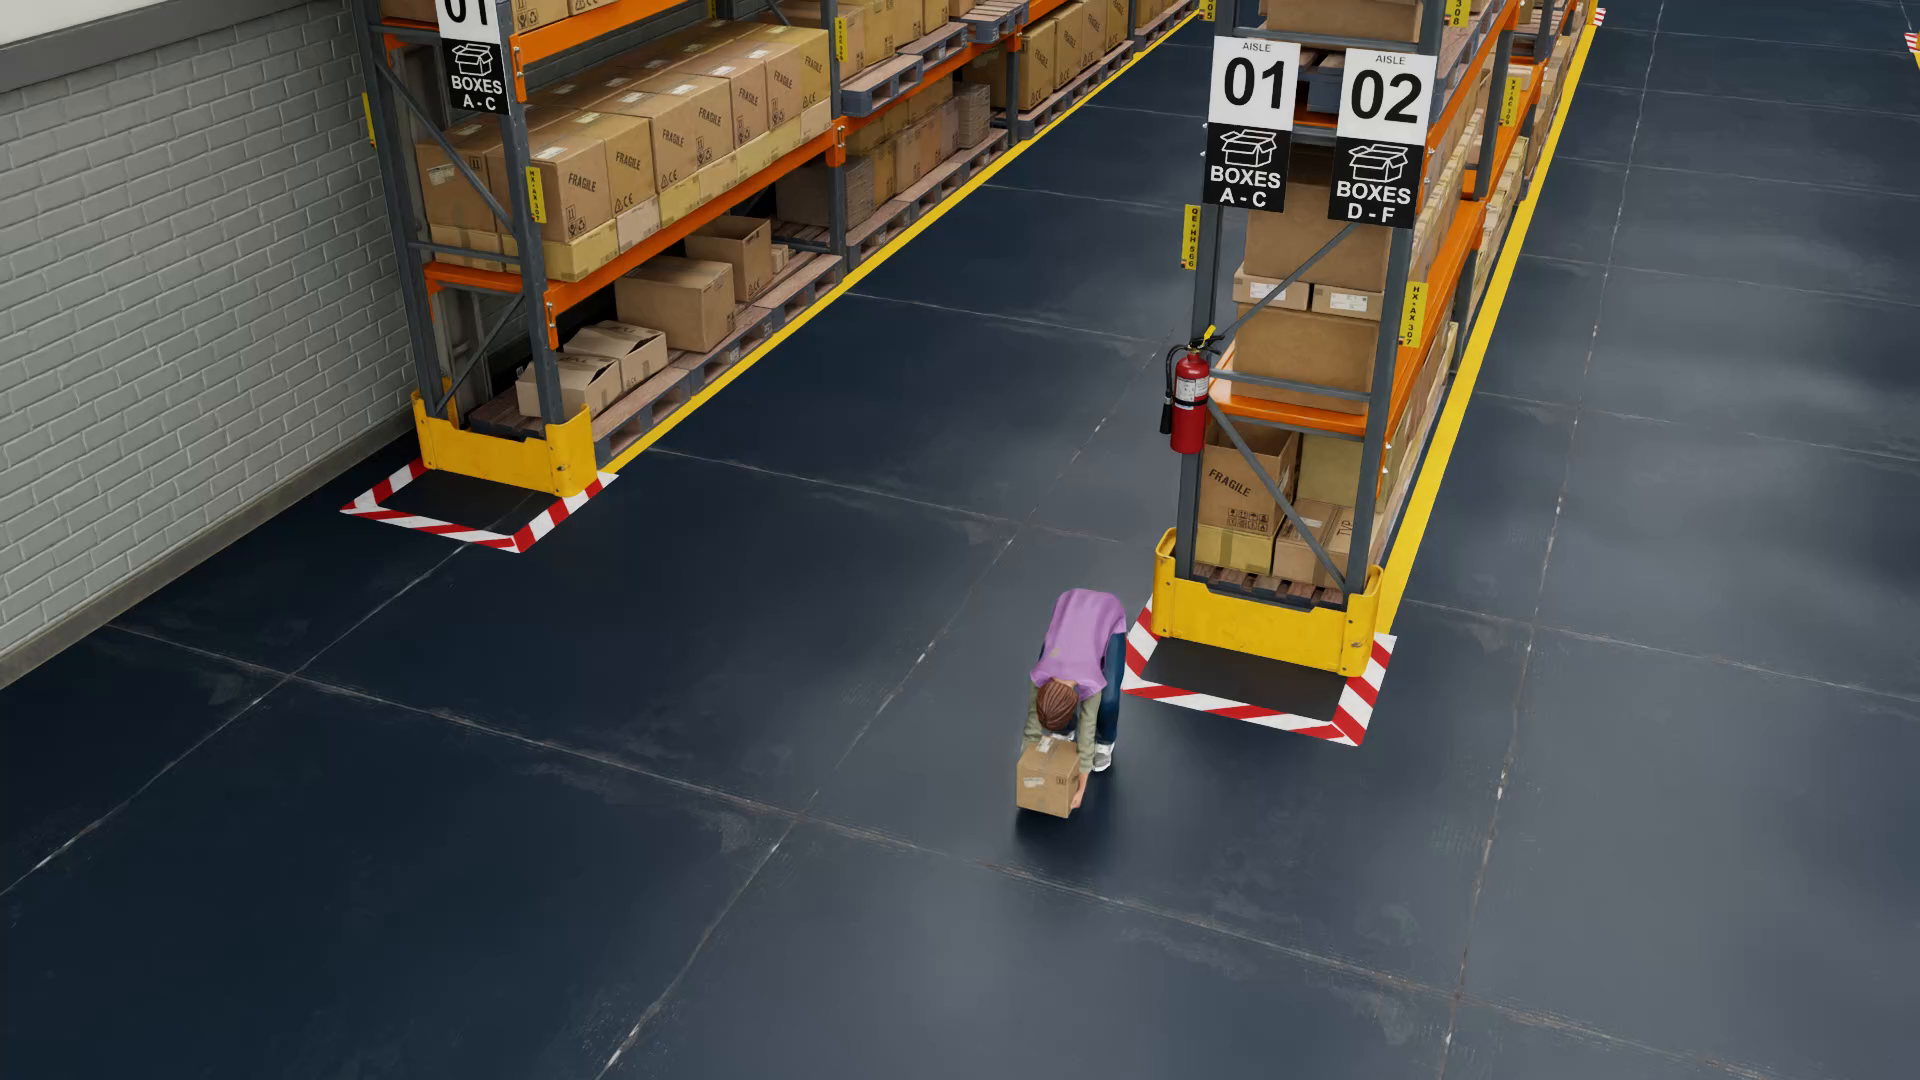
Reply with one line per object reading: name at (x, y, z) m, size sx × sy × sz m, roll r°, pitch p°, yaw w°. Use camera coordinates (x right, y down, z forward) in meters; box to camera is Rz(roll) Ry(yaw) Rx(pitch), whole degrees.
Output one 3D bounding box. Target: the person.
person at (0.537, 0.739, 7.828) m, size 0.423 × 0.886 × 0.854 m, roll 10°, pitch 32°, yaw 17°
